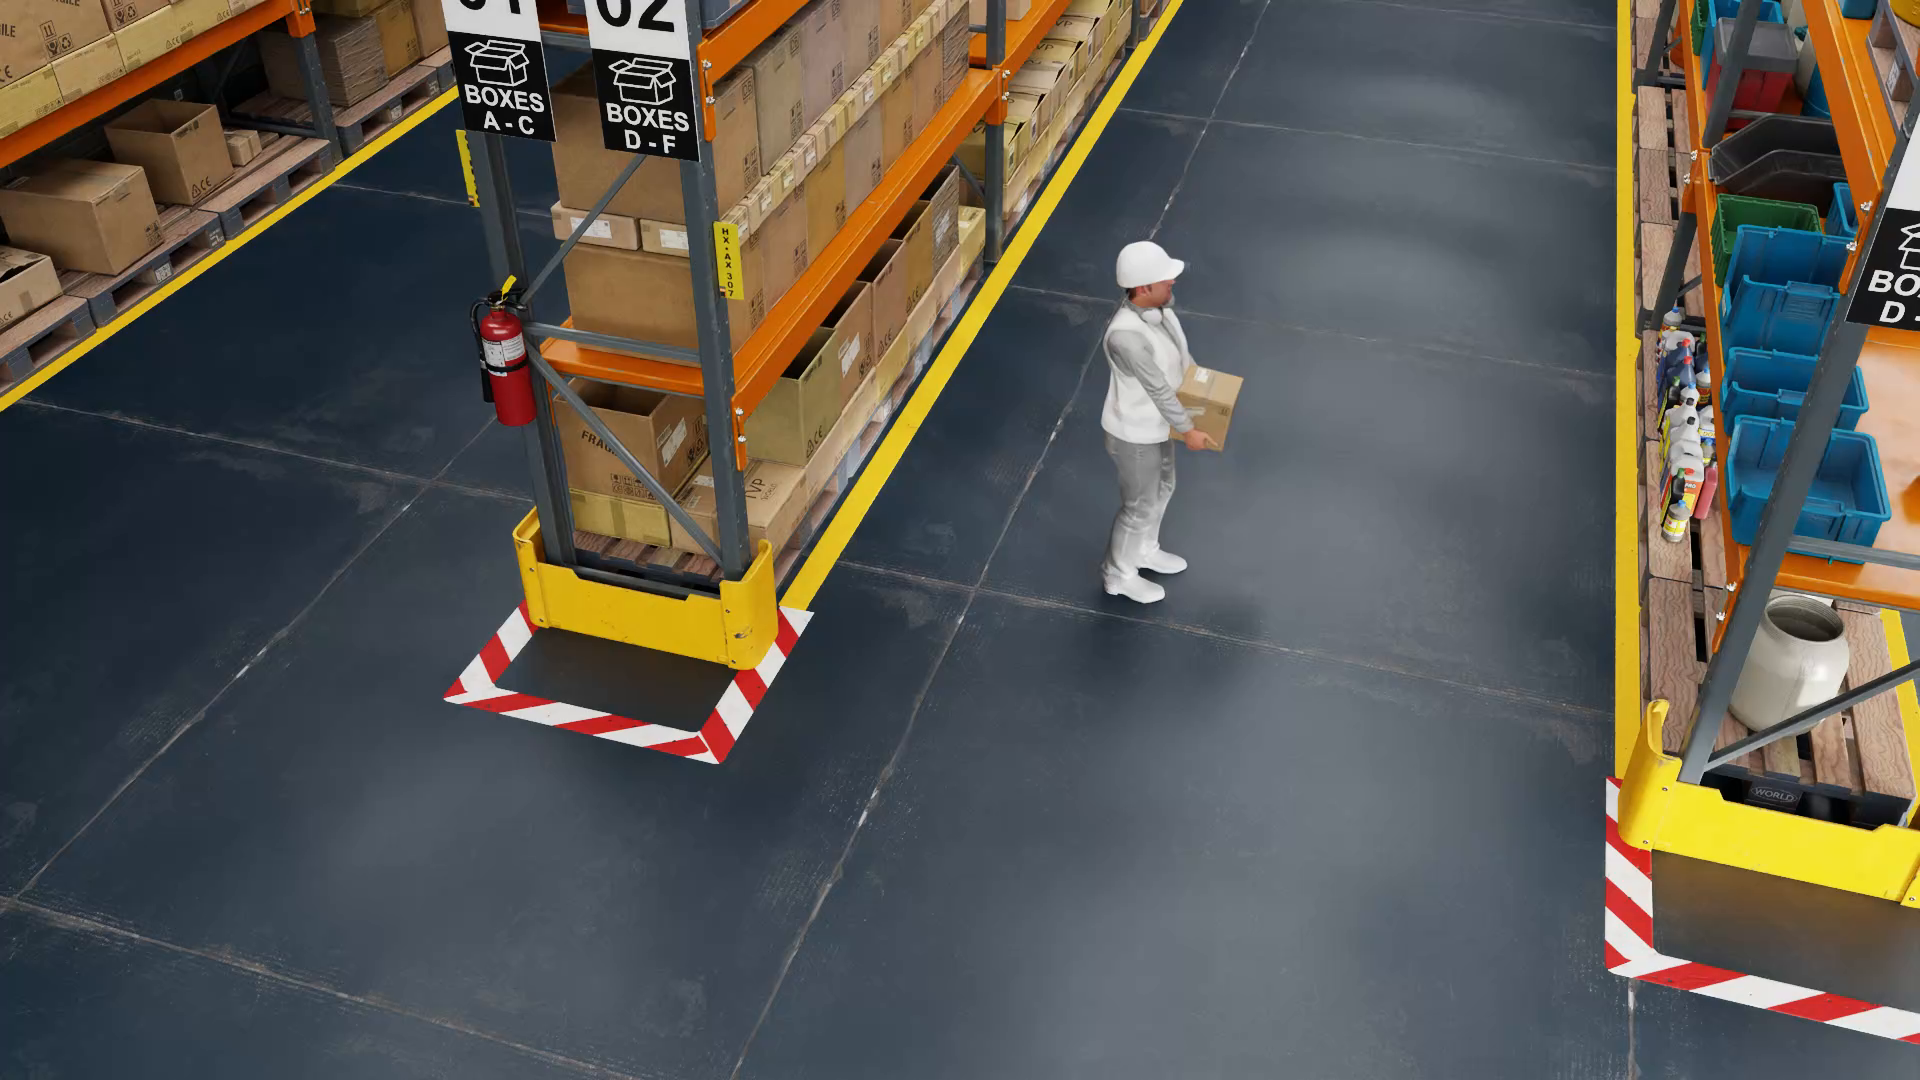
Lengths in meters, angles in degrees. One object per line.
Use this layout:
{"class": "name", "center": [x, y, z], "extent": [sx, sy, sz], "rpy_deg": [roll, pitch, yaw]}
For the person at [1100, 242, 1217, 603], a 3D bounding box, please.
{"class": "person", "center": [0.925, -0.520, 7.572], "extent": [0.546, 1.765, 0.462], "rpy_deg": [11, 38, 15]}
